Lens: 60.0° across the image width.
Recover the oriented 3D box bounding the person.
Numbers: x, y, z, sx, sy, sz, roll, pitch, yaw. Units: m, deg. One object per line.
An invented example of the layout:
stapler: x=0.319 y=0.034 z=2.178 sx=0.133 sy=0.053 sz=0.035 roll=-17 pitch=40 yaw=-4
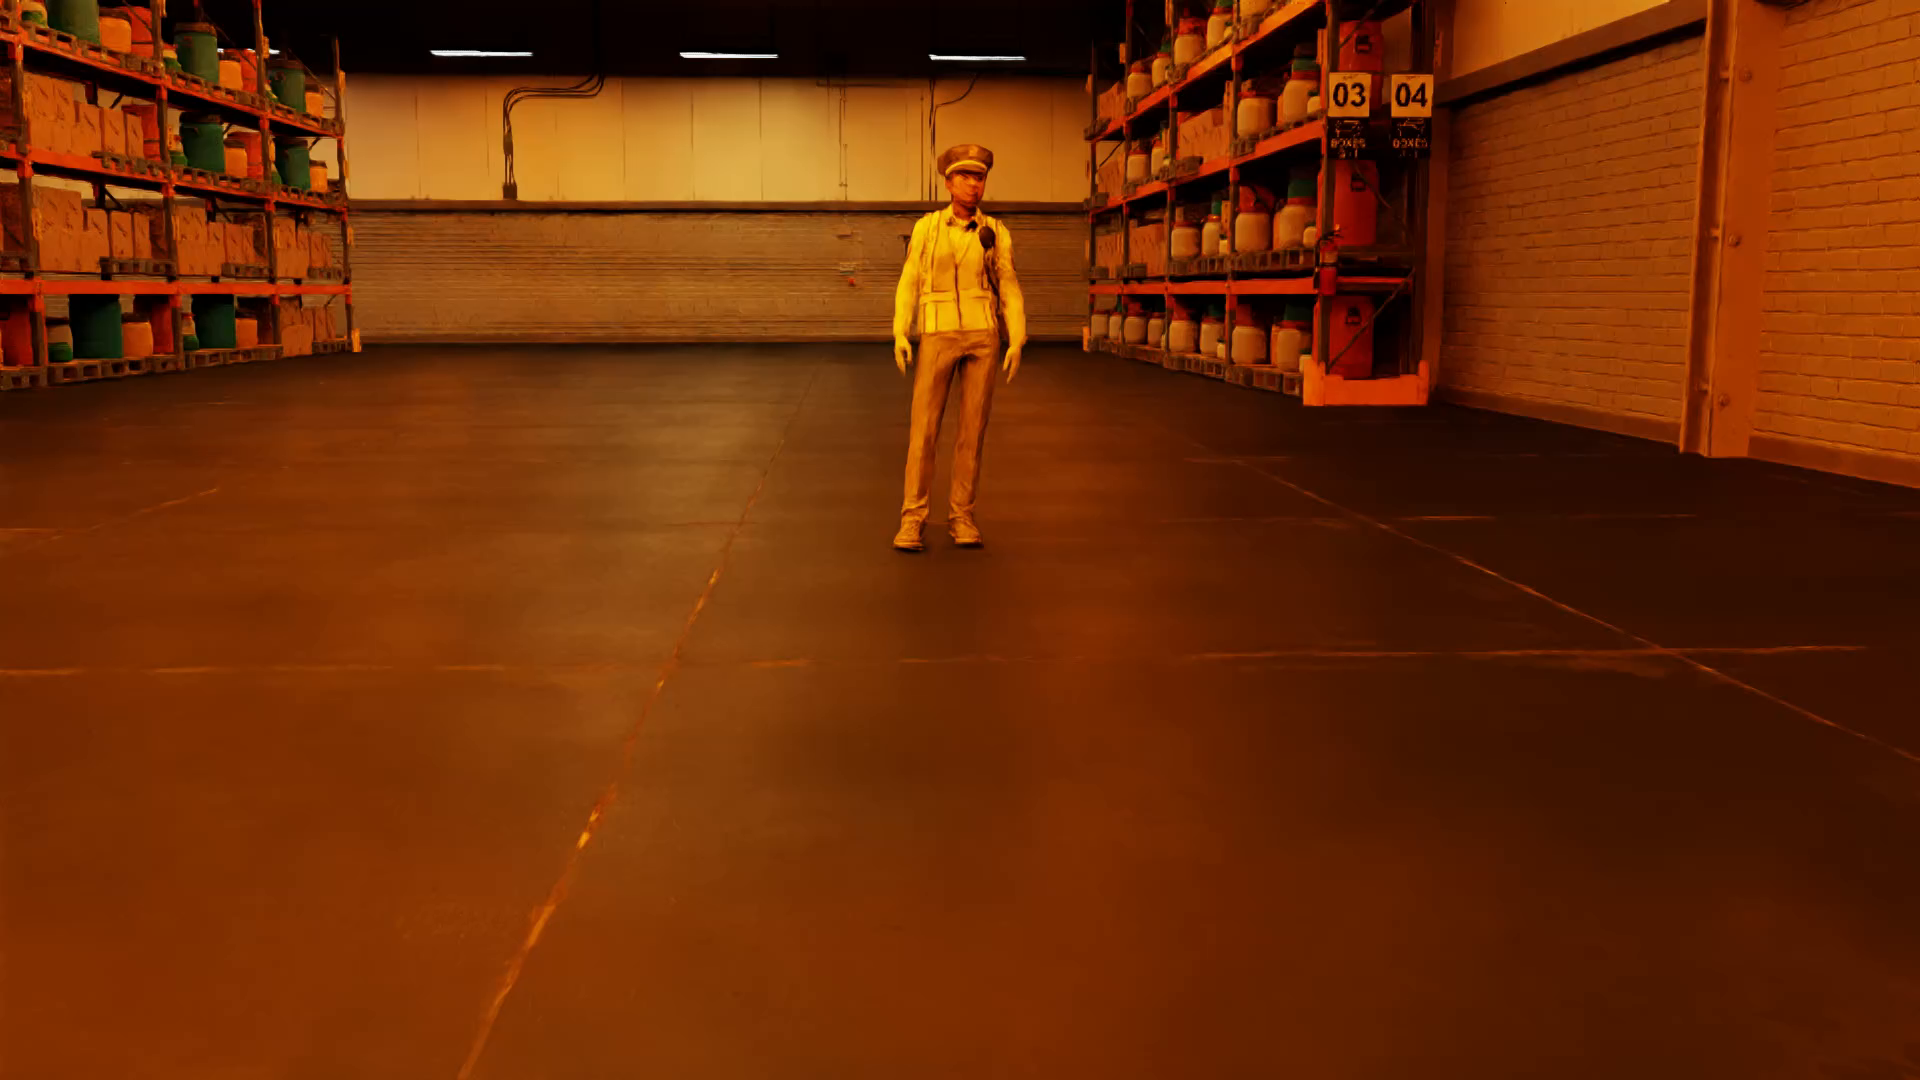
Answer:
person: x=-0.003 y=-0.836 z=7.117 sx=0.586 sy=1.695 sz=0.533 roll=-1 pitch=8 yaw=-4
